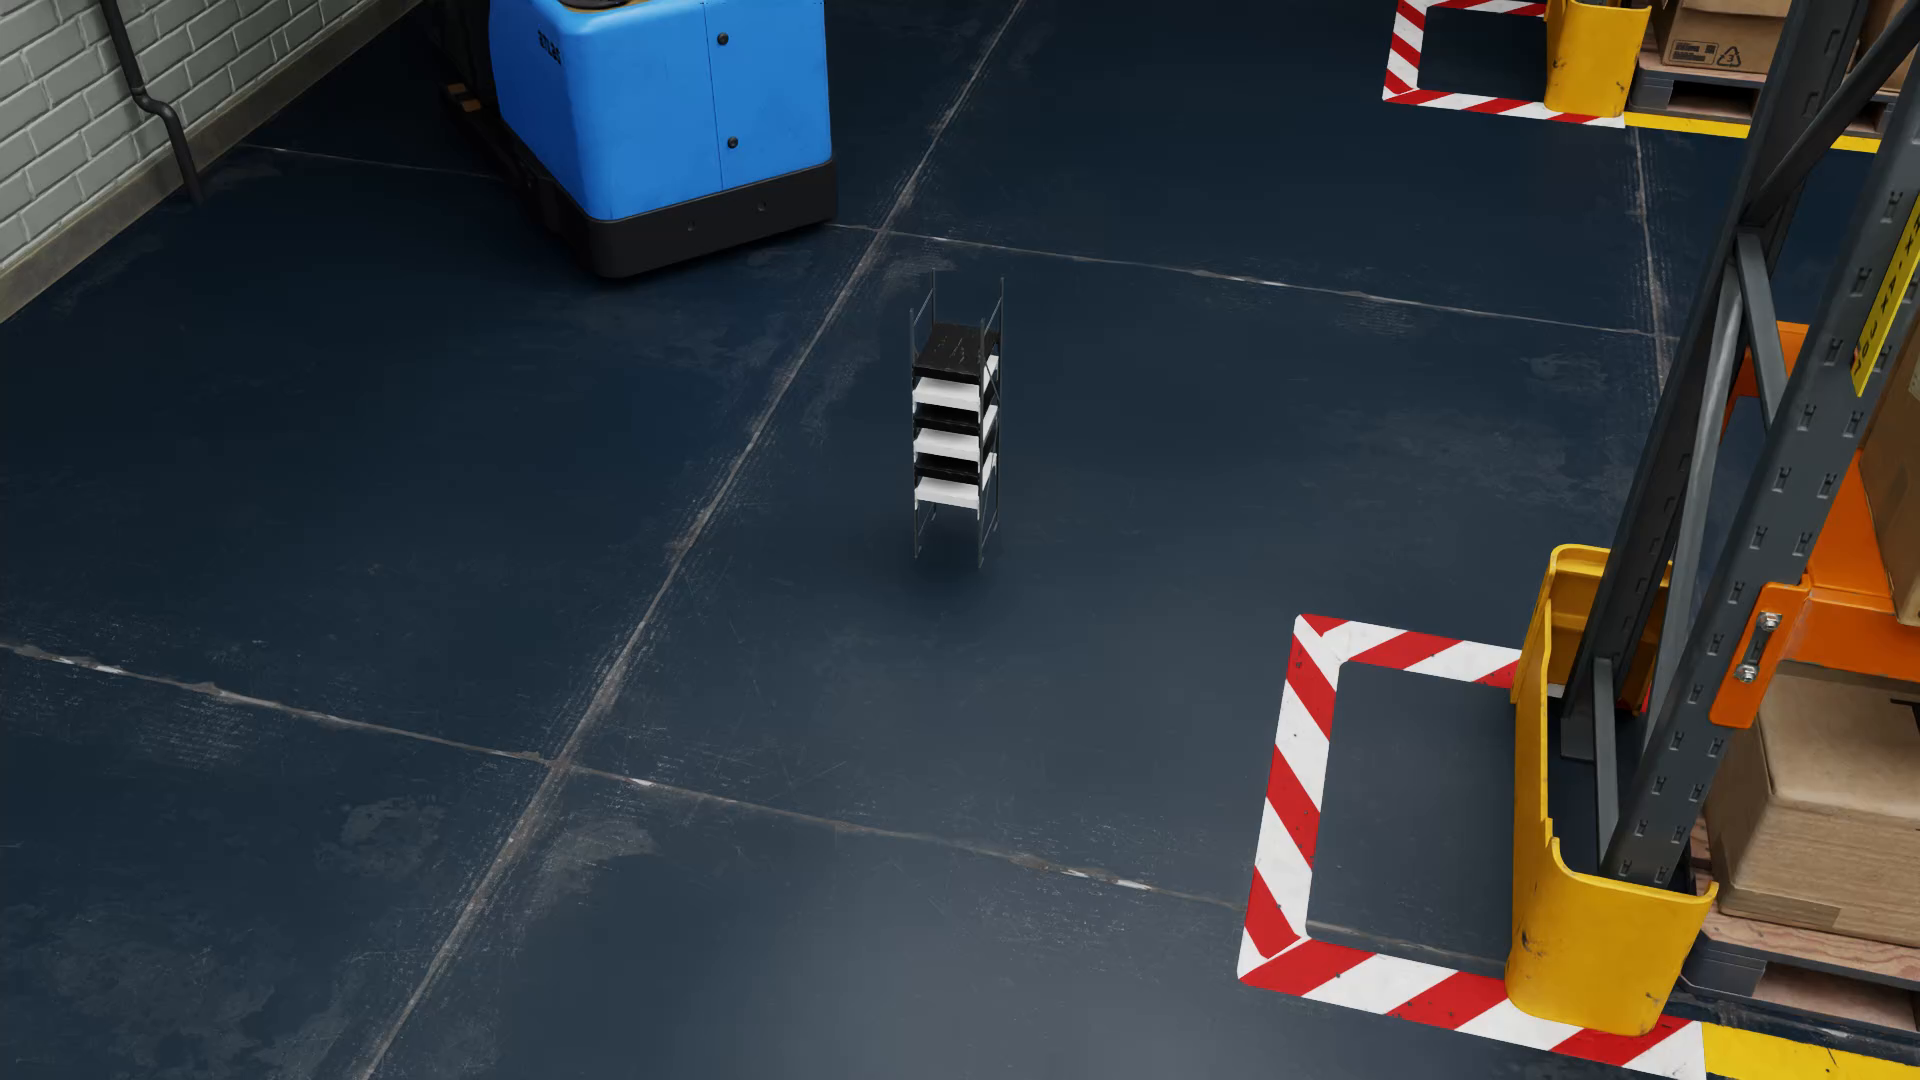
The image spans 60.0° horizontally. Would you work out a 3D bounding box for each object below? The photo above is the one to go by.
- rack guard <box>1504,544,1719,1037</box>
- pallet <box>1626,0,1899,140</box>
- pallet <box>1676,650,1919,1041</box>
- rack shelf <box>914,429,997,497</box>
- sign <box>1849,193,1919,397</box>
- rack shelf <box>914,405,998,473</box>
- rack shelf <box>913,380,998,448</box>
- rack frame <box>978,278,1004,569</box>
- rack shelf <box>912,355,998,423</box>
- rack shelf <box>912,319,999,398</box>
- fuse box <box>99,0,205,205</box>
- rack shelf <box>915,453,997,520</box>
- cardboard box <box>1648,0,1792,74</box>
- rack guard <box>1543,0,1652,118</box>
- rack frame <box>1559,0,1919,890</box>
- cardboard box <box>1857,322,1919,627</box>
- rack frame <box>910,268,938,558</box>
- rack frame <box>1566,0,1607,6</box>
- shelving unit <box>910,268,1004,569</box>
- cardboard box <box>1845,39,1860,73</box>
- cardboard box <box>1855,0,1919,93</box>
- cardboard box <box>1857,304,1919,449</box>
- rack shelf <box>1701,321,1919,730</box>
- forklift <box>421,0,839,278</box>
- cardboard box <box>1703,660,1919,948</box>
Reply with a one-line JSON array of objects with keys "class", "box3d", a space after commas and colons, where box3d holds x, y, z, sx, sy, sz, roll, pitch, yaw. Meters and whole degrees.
[{"class": "rack guard", "box3d": [1.604, 0.584, 4.166, 0.348, 0.500, 1.175, 10, 41, 11]}, {"class": "pallet", "box3d": [3.751, -2.241, 7.754, 1.213, 0.211, 1.003, 10, 41, 11]}, {"class": "pallet", "box3d": [2.420, 0.783, 4.154, 1.213, 0.211, 1.003, 10, 41, 11]}, {"class": "rack shelf", "box3d": [-0.008, -0.252, 5.042, 0.200, 0.077, 0.258, 10, 41, 11]}, {"class": "sign", "box3d": [1.478, -0.387, 2.644, 0.005, 0.325, 0.100, 10, 41, 11]}, {"class": "rack shelf", "box3d": [-0.008, -0.320, 4.984, 0.200, 0.077, 0.258, 10, 41, 11]}, {"class": "rack shelf", "box3d": [-0.008, -0.389, 4.926, 0.200, 0.077, 0.258, 10, 41, 11]}, {"class": "rack frame", "box3d": [0.090, -0.329, 4.942, 0.006, 0.900, 0.240, 10, 41, 11]}, {"class": "rack shelf", "box3d": [-0.008, -0.458, 4.868, 0.200, 0.077, 0.258, 10, 41, 11]}, {"class": "rack shelf", "box3d": [-0.008, -0.527, 4.810, 0.200, 0.077, 0.258, 10, 41, 11]}, {"class": "fuse box", "box3d": [-3.142, -2.079, 6.395, 0.414, 1.711, 0.539, 10, 41, 11]}, {"class": "rack shelf", "box3d": [-0.008, -0.183, 5.099, 0.200, 0.077, 0.258, 10, 41, 11]}, {"class": "cardboard box", "box3d": [3.473, -2.498, 7.506, 0.637, 0.503, 0.797, 8, 41, 10]}, {"class": "rack guard", "box3d": [2.980, -2.484, 7.819, 0.348, 0.500, 1.175, 10, 41, 11]}, {"class": "rack frame", "box3d": [1.628, -0.369, 3.357, 0.127, 3.000, 1.000, 10, 41, 11]}, {"class": "cardboard box", "box3d": [2.017, -0.149, 3.018, 0.500, 0.500, 0.500, 9, 41, 11]}, {"class": "rack frame", "box3d": [-0.106, -0.363, 4.982, 0.006, 0.900, 0.240, 10, 41, 11]}, {"class": "rack frame", "box3d": [2.907, -3.453, 7.030, 0.127, 3.000, 1.000, 10, 41, 11]}, {"class": "shelving unit", "box3d": [-0.008, -0.346, 4.962, 0.210, 0.900, 0.258, 10, 41, 11]}, {"class": "cardboard box", "box3d": [3.874, -2.267, 7.507, 0.250, 0.149, 0.380, 8, 41, 10]}, {"class": "cardboard box", "box3d": [4.289, -2.330, 7.309, 0.500, 0.500, 0.700, 11, 41, 13]}, {"class": "cardboard box", "box3d": [2.162, -0.492, 3.425, 0.500, 0.500, 0.500, 10, 41, 12]}, {"class": "rack shelf", "box3d": [3.560, 0.239, 3.193, 4.000, 0.370, 1.077, 10, 41, 11]}, {"class": "forklift", "box3d": [-1.684, -3.044, 6.596, 1.130, 2.935, 3.031, -21, 44, -23]}, {"class": "cardboard box", "box3d": [2.291, 0.499, 3.989, 0.875, 0.438, 0.875, 8, 41, 10]}]
